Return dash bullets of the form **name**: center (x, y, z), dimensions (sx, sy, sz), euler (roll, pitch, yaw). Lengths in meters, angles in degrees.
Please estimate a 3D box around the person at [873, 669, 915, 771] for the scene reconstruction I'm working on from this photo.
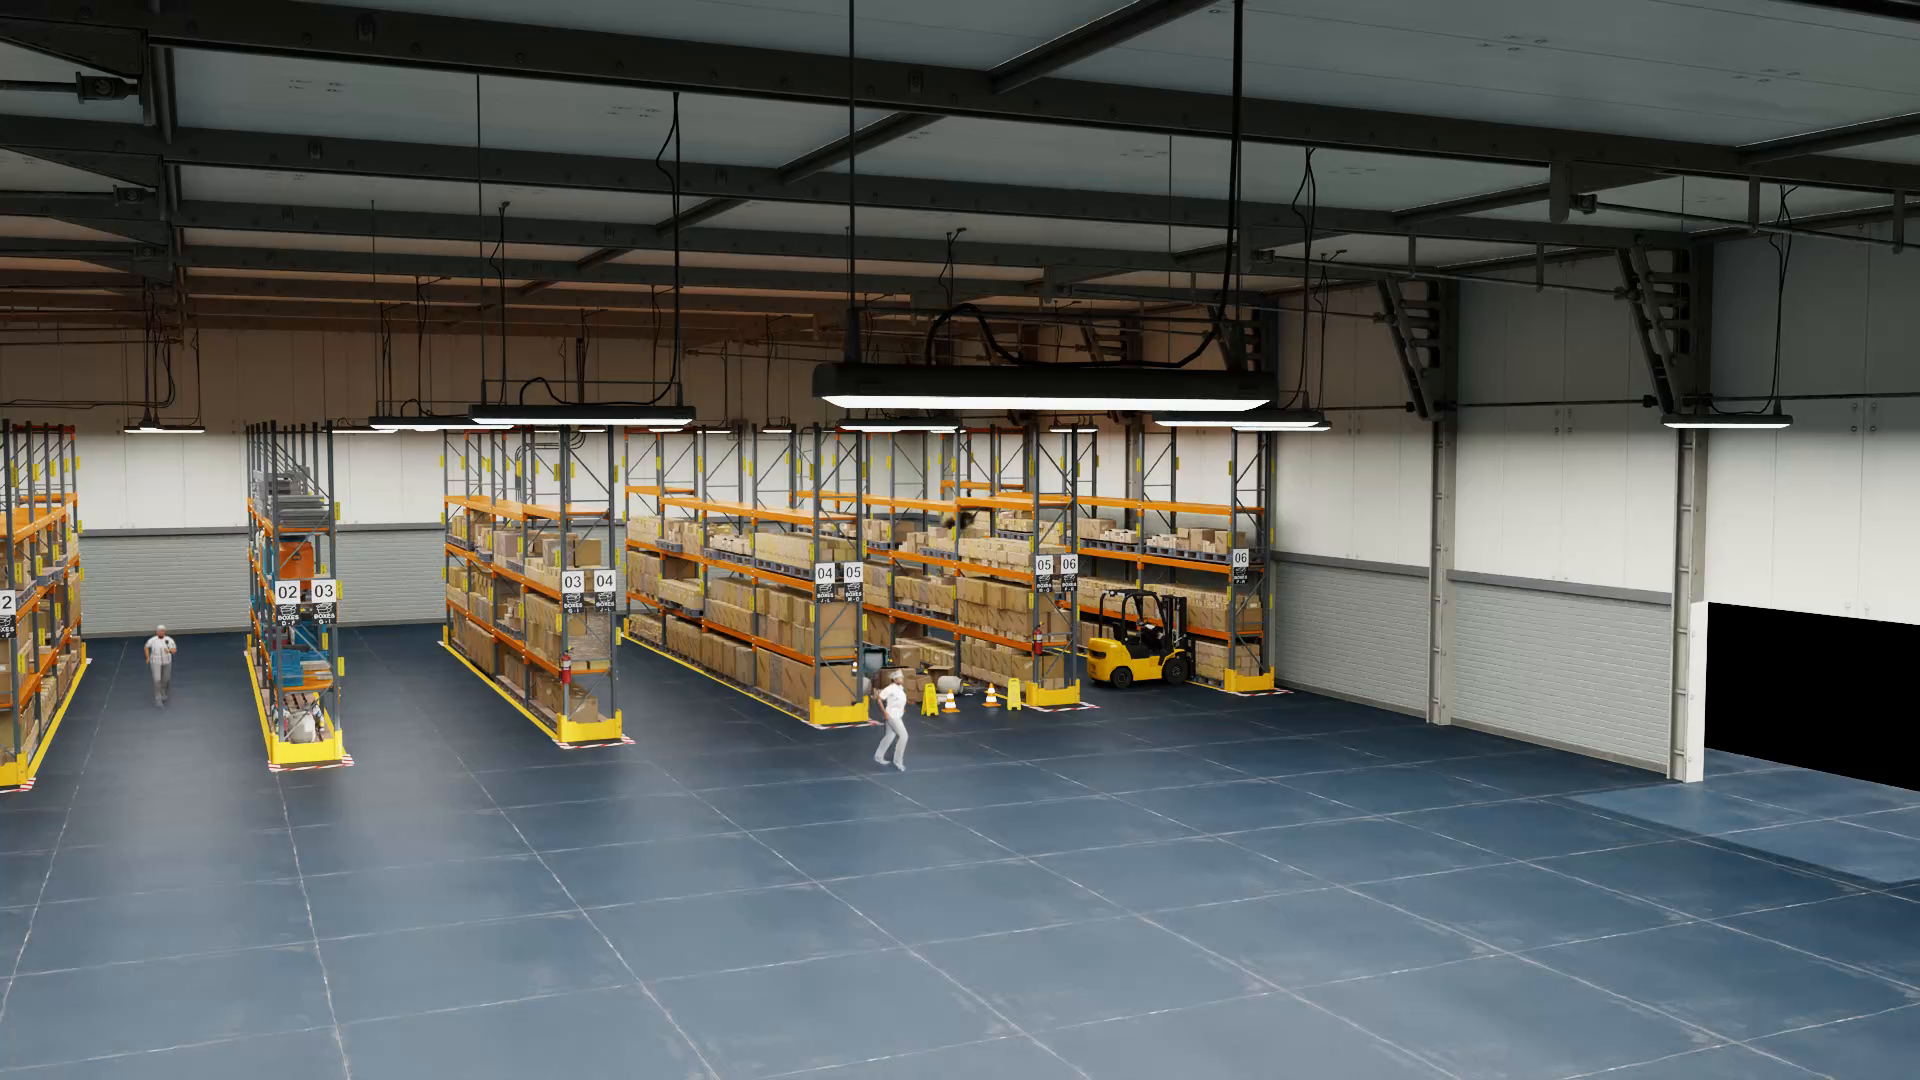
- **person**: center (-1.143, 3.089, 28.690), dimensions (0.758, 1.749, 0.568), euler (1, 4, 15)

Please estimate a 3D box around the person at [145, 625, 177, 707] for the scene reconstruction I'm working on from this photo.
- **person**: center (-17.033, 2.662, 35.477), dimensions (0.594, 1.696, 0.859), euler (-2, 4, -32)

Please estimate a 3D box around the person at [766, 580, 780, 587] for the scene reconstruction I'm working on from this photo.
- **person**: center (-5.653, 1.628, 50.918), dimensions (0.869, 1.801, 0.672), euler (-1, 4, -20)
